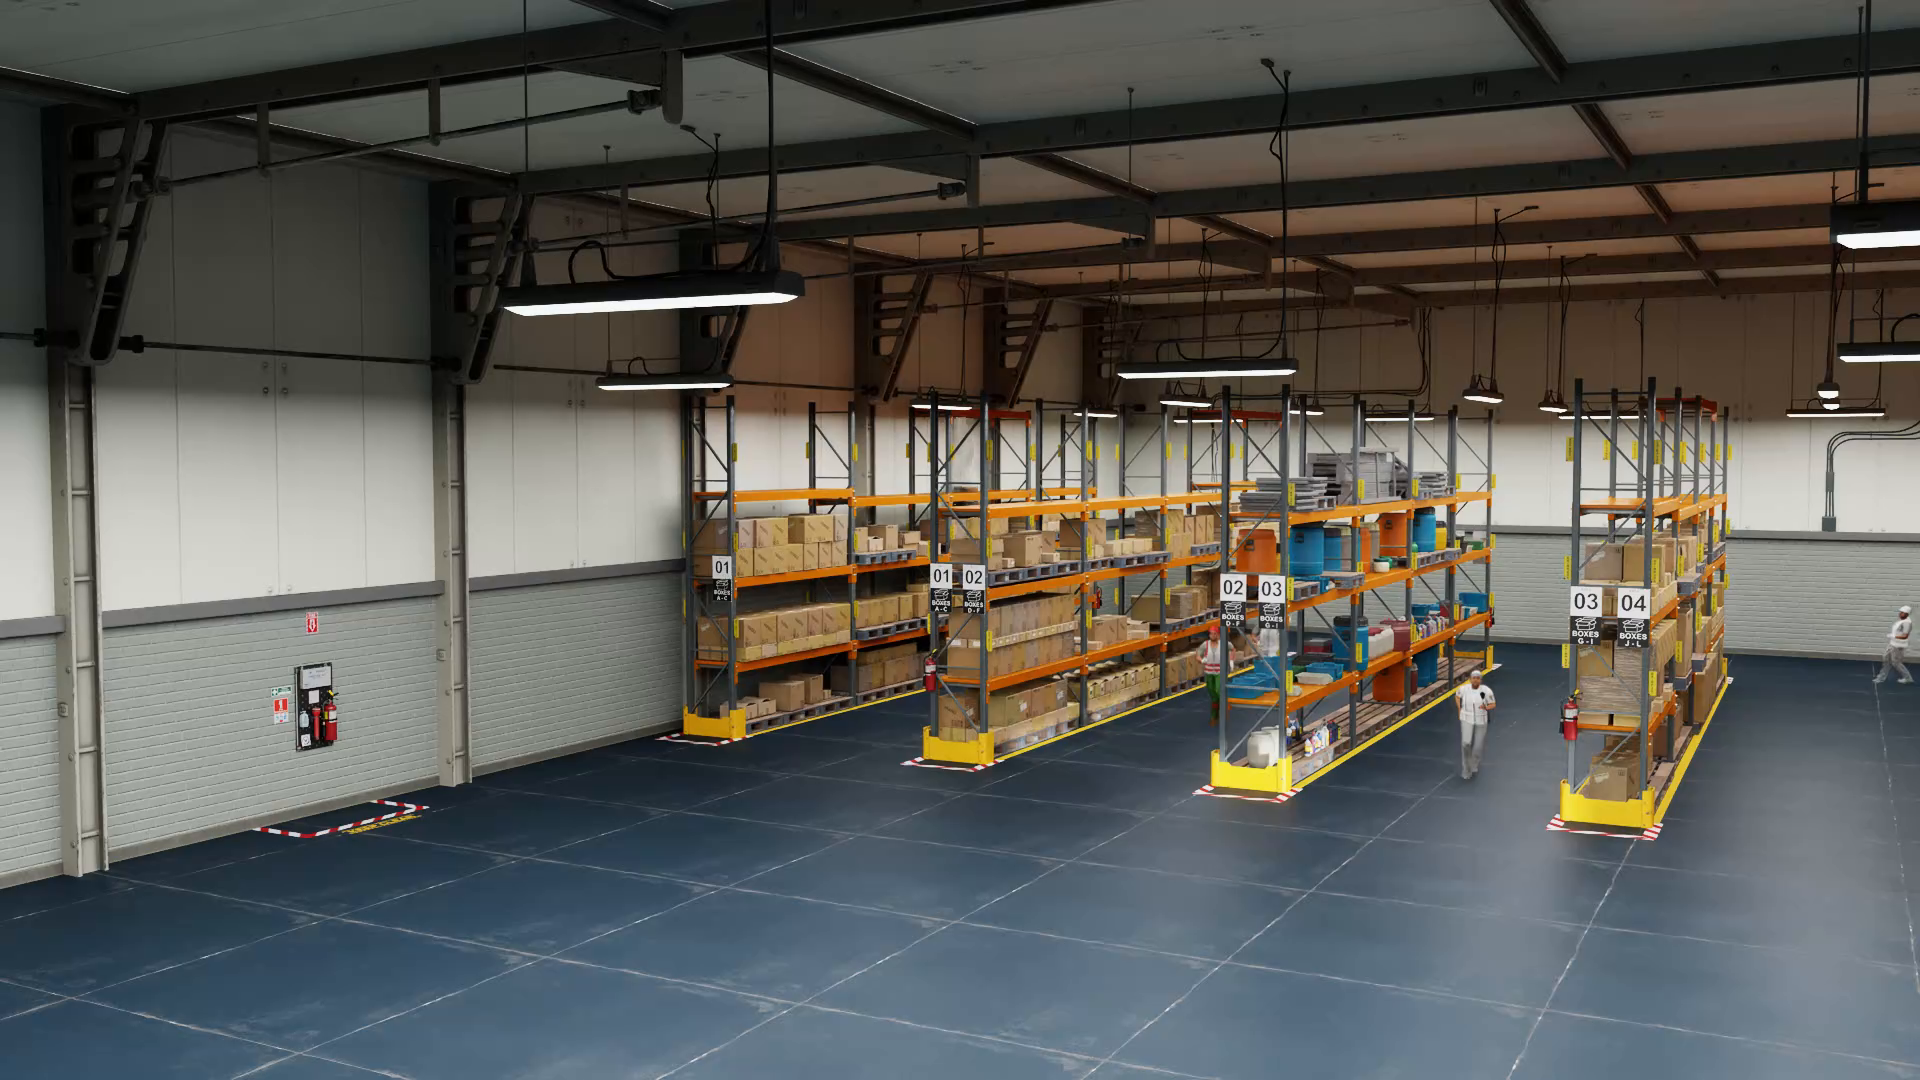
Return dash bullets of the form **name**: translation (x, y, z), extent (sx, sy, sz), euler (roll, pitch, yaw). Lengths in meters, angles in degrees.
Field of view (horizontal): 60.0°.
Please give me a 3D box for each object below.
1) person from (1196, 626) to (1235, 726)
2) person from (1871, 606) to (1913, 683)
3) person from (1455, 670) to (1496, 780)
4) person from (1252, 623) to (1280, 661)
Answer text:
- **person**: translation (4.719, 2.512, 30.740), extent (0.680, 1.867, 0.849), euler (1, 3, 19)
- **person**: translation (20.052, 2.259, 35.689), extent (0.774, 1.745, 0.803), euler (1, 3, 22)
- **person**: translation (7.938, 2.841, 25.624), extent (0.585, 1.699, 0.768), euler (1, 3, 13)
- **person**: translation (6.375, 2.304, 34.383), extent (0.684, 1.771, 1.000), euler (1, 3, 17)
